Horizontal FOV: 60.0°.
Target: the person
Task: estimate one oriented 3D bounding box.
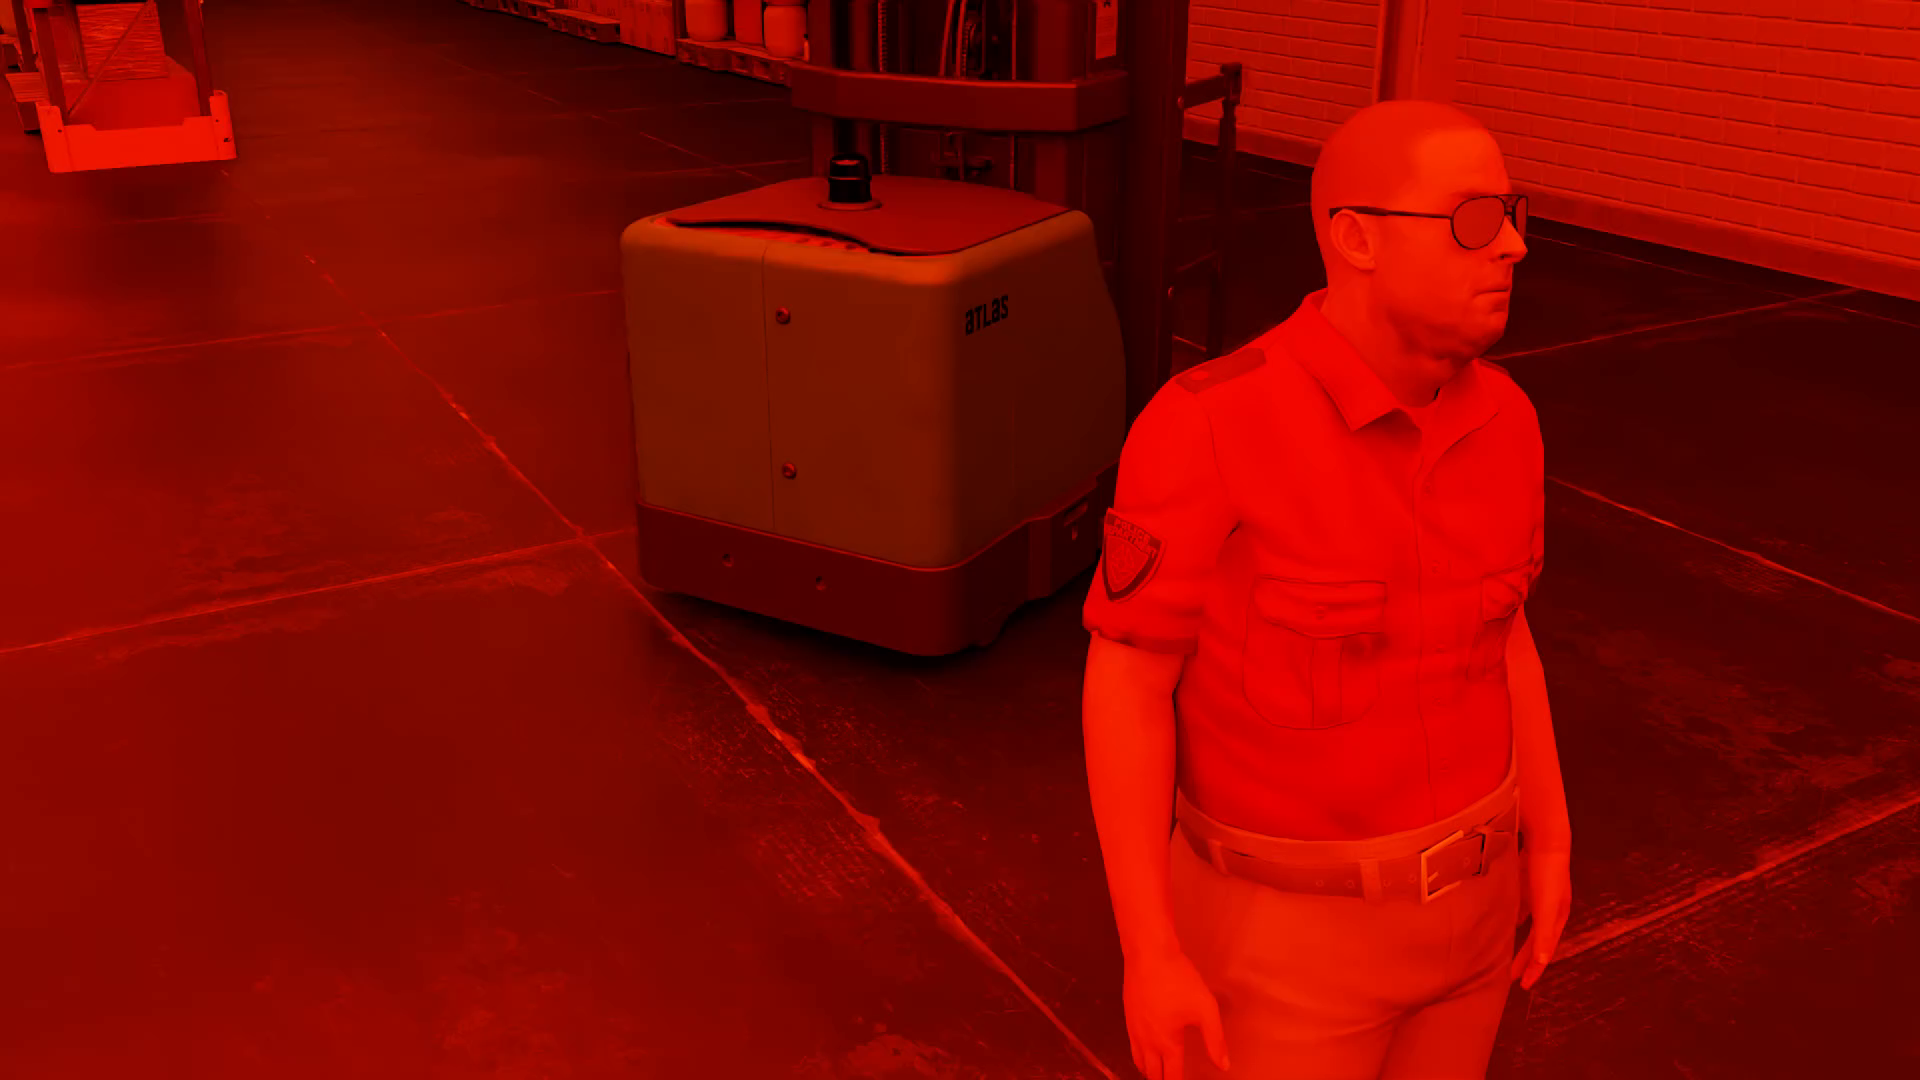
[{"bbox_3d":[0.461,0.439,1.767,0.640,1.727,0.551,-12,25,-28],"label":"person"}]

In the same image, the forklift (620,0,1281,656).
[{"bbox_3d":[0.278,-1.574,5.111,1.130,2.935,3.031,13,25,28],"label":"forklift"}]
